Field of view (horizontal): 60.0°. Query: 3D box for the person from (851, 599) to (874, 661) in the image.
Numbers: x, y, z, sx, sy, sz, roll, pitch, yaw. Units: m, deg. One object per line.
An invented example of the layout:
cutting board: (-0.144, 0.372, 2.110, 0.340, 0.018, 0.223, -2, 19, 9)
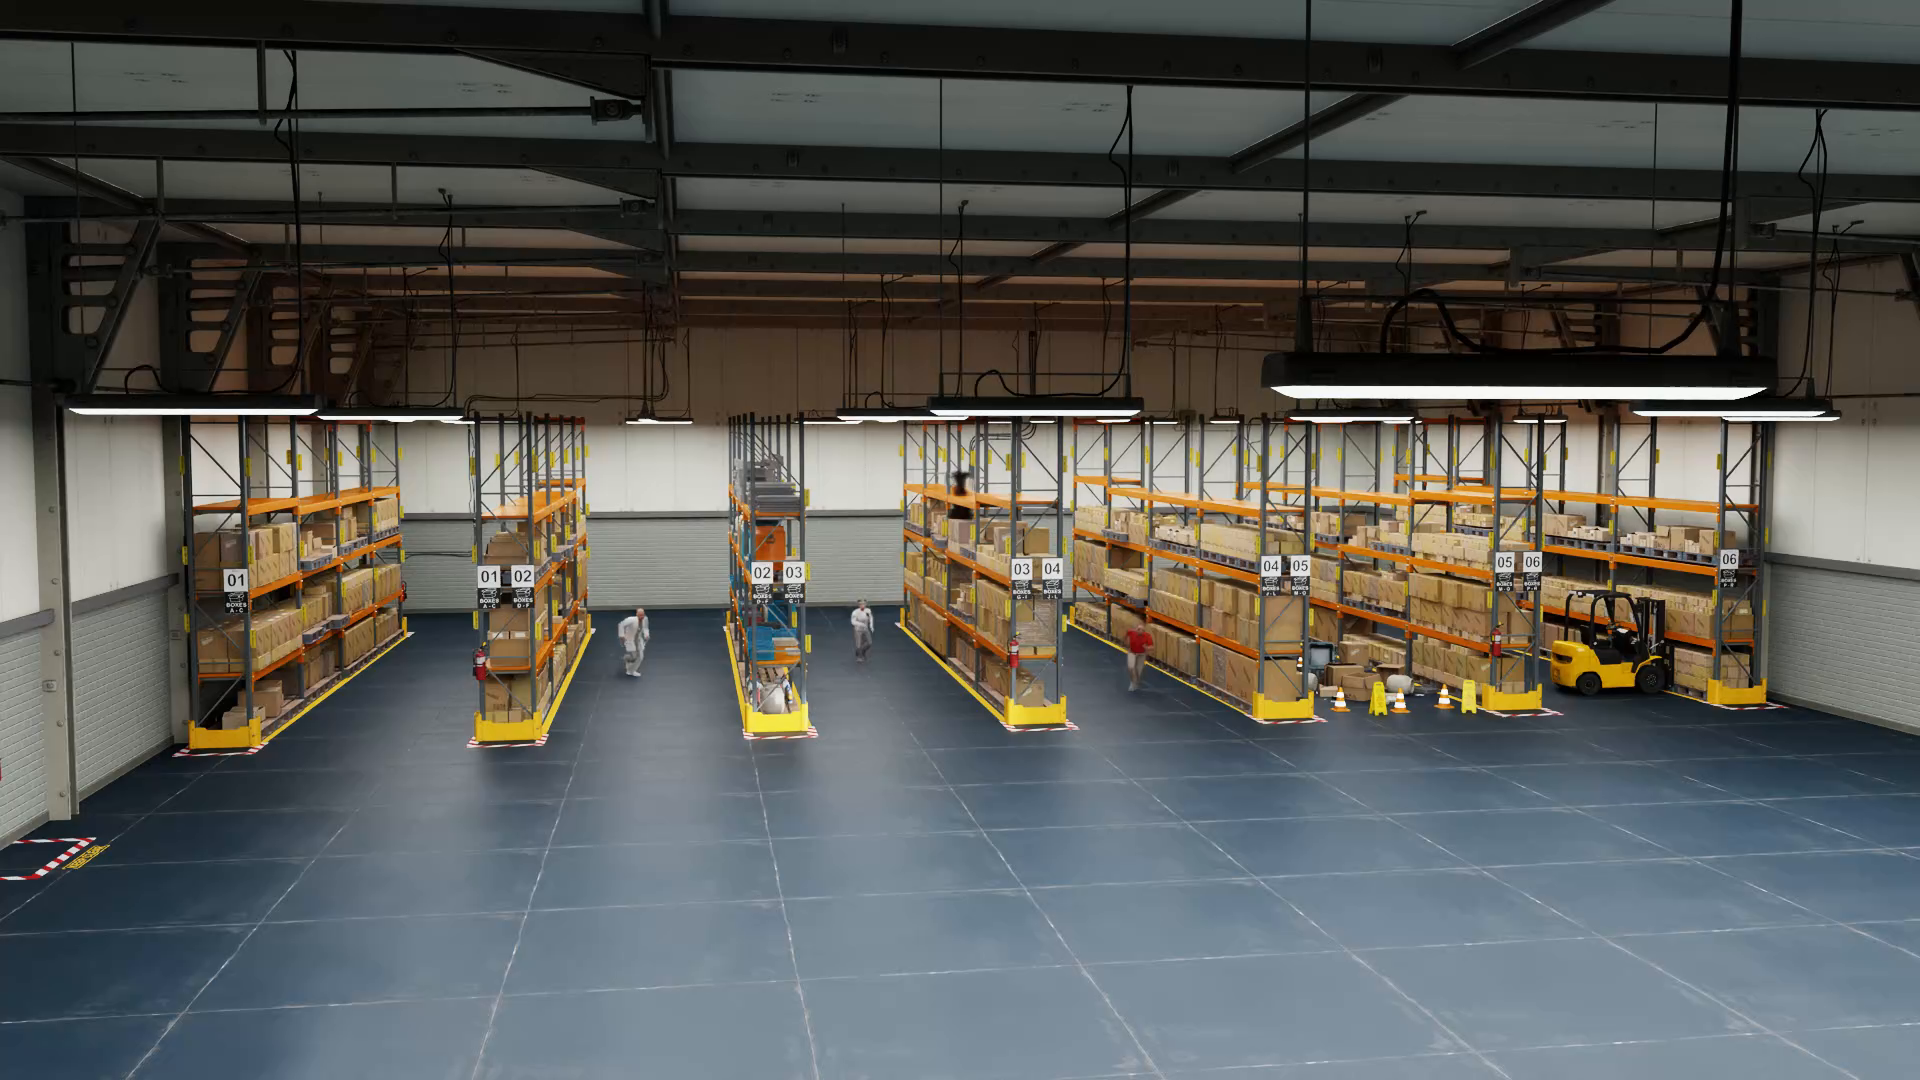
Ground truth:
person: (-2.367, 2.189, 40.351, 0.608, 1.580, 0.804, -1, 4, -20)

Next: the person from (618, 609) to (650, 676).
person: (-7.519, 2.344, 38.167, 0.737, 1.591, 0.890, -3, 5, -39)

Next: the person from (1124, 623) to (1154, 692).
person: (3.866, 2.506, 35.971, 0.627, 1.518, 1.134, 0, 4, 3)
